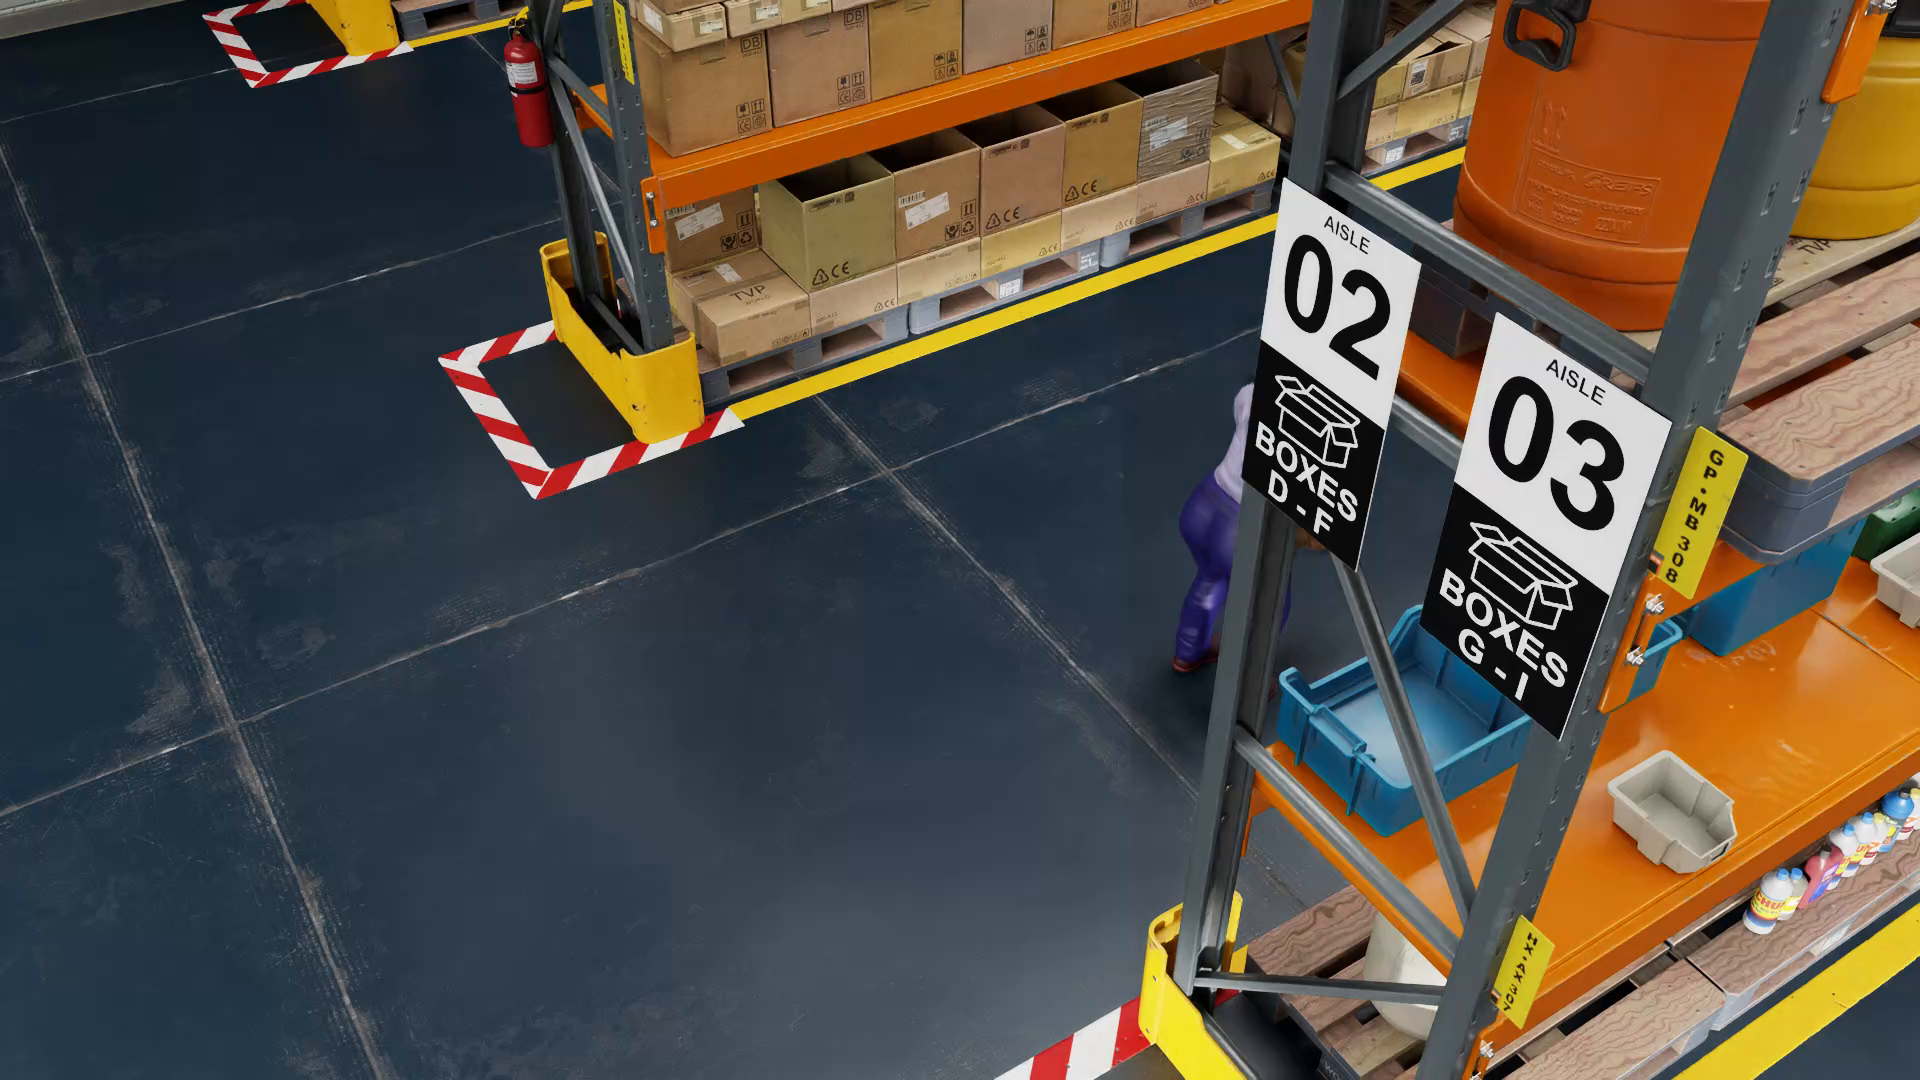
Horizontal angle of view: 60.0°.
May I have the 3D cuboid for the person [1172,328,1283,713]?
[{"bbox_3d":[1.042,-0.053,6.235,0.373,1.638,0.555,-25,47,-26],"label":"person"}]
